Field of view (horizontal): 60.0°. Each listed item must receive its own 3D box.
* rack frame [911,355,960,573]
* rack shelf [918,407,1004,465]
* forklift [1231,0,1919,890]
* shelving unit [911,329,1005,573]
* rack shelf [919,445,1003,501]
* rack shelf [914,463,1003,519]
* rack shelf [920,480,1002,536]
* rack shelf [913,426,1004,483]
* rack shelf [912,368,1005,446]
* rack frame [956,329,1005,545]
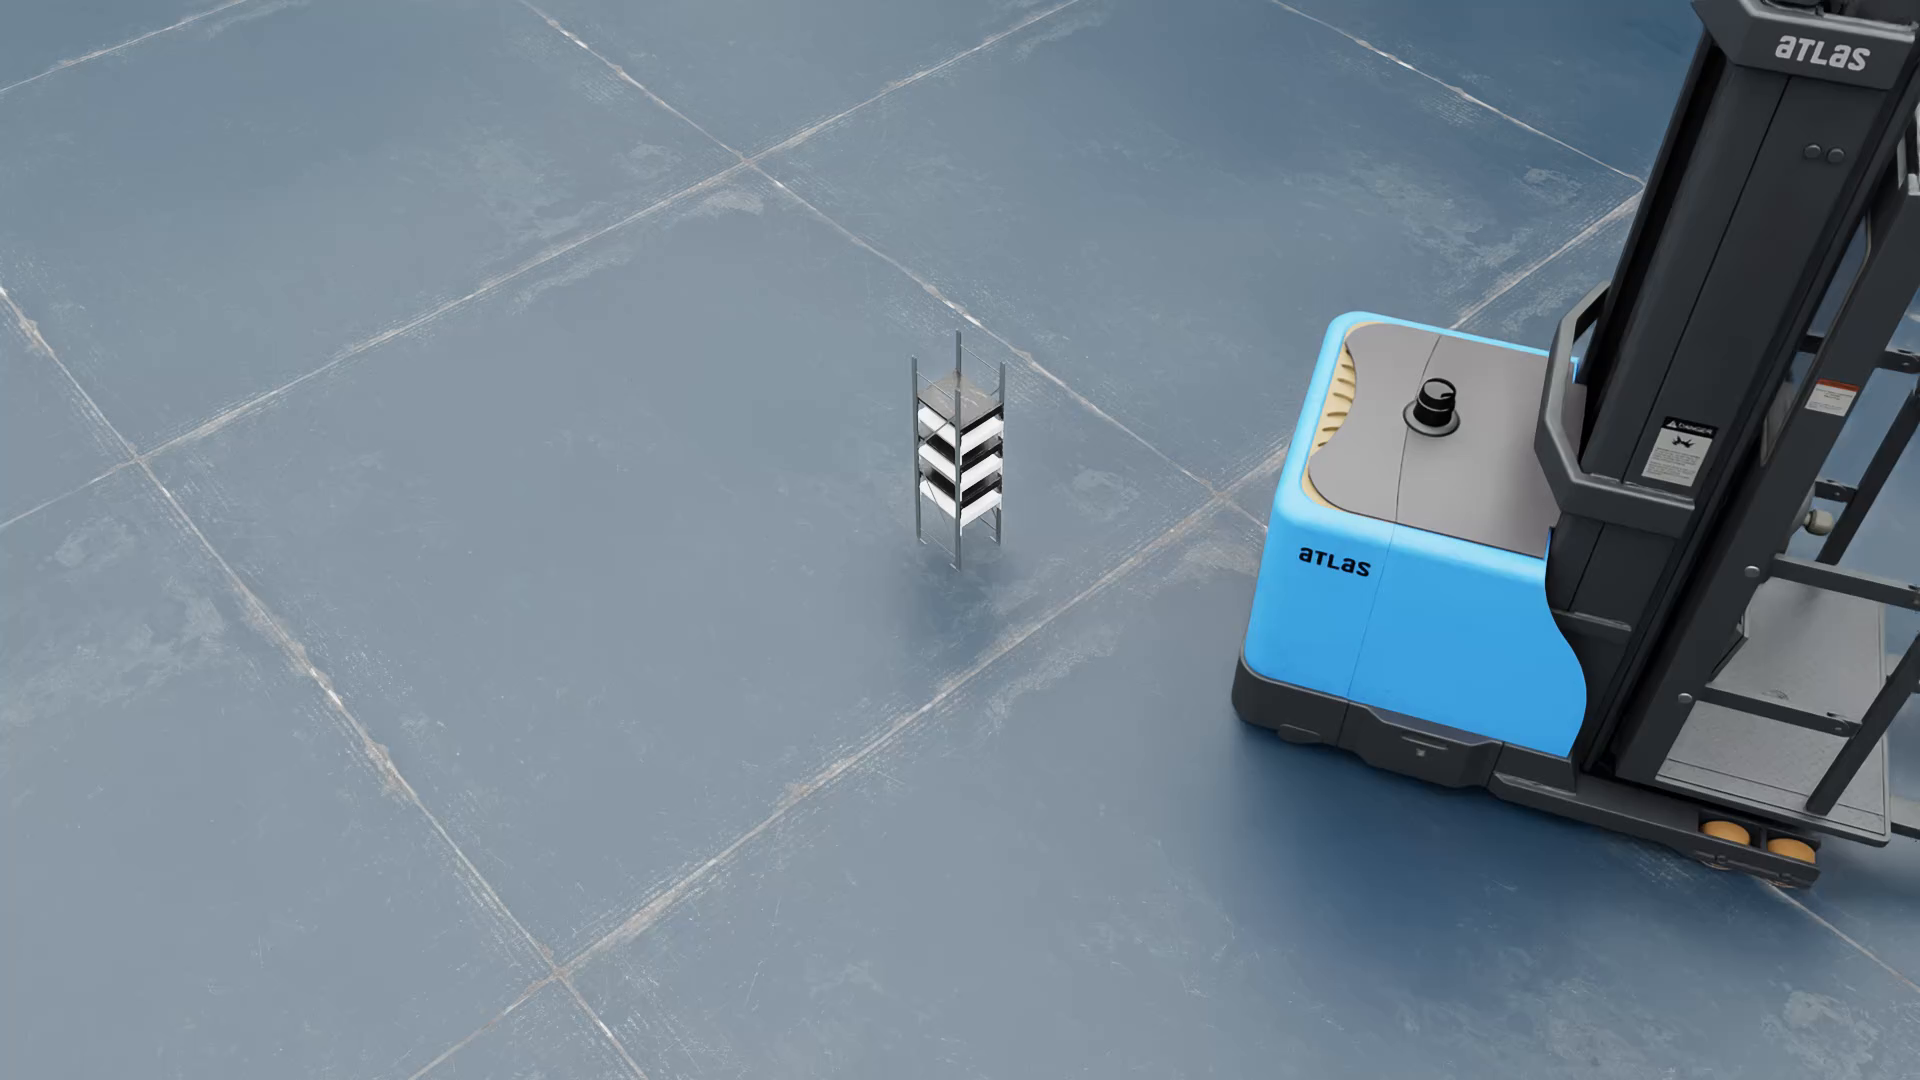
[{"bbox_3d":[-0.081,-0.251,5.869,0.006,0.900,0.240,-34,56,-27],"label":"rack frame"},{"bbox_3d":[-0.006,-0.401,5.808,0.200,0.077,0.258,-34,56,-27],"label":"rack shelf"},{"bbox_3d":[2.495,-0.344,4.573,3.031,2.935,1.130,15,49,13],"label":"forklift"},{"bbox_3d":[-0.006,-0.301,5.916,0.210,0.900,0.258,-34,56,-27],"label":"shelving unit"},{"bbox_3d":[-0.006,-0.279,5.940,0.200,0.077,0.258,-34,56,-27],"label":"rack shelf"},{"bbox_3d":[-0.006,-0.218,6.006,0.200,0.077,0.258,-34,56,-27],"label":"rack shelf"},{"bbox_3d":[-0.006,-0.156,6.072,0.200,0.077,0.258,-34,56,-27],"label":"rack shelf"},{"bbox_3d":[-0.006,-0.340,5.874,0.200,0.077,0.258,-34,56,-27],"label":"rack shelf"},{"bbox_3d":[-0.006,-0.462,5.742,0.200,0.077,0.258,-34,56,-27],"label":"rack shelf"},{"bbox_3d":[0.069,-0.351,5.962,0.006,0.900,0.240,-34,56,-27],"label":"rack frame"}]
